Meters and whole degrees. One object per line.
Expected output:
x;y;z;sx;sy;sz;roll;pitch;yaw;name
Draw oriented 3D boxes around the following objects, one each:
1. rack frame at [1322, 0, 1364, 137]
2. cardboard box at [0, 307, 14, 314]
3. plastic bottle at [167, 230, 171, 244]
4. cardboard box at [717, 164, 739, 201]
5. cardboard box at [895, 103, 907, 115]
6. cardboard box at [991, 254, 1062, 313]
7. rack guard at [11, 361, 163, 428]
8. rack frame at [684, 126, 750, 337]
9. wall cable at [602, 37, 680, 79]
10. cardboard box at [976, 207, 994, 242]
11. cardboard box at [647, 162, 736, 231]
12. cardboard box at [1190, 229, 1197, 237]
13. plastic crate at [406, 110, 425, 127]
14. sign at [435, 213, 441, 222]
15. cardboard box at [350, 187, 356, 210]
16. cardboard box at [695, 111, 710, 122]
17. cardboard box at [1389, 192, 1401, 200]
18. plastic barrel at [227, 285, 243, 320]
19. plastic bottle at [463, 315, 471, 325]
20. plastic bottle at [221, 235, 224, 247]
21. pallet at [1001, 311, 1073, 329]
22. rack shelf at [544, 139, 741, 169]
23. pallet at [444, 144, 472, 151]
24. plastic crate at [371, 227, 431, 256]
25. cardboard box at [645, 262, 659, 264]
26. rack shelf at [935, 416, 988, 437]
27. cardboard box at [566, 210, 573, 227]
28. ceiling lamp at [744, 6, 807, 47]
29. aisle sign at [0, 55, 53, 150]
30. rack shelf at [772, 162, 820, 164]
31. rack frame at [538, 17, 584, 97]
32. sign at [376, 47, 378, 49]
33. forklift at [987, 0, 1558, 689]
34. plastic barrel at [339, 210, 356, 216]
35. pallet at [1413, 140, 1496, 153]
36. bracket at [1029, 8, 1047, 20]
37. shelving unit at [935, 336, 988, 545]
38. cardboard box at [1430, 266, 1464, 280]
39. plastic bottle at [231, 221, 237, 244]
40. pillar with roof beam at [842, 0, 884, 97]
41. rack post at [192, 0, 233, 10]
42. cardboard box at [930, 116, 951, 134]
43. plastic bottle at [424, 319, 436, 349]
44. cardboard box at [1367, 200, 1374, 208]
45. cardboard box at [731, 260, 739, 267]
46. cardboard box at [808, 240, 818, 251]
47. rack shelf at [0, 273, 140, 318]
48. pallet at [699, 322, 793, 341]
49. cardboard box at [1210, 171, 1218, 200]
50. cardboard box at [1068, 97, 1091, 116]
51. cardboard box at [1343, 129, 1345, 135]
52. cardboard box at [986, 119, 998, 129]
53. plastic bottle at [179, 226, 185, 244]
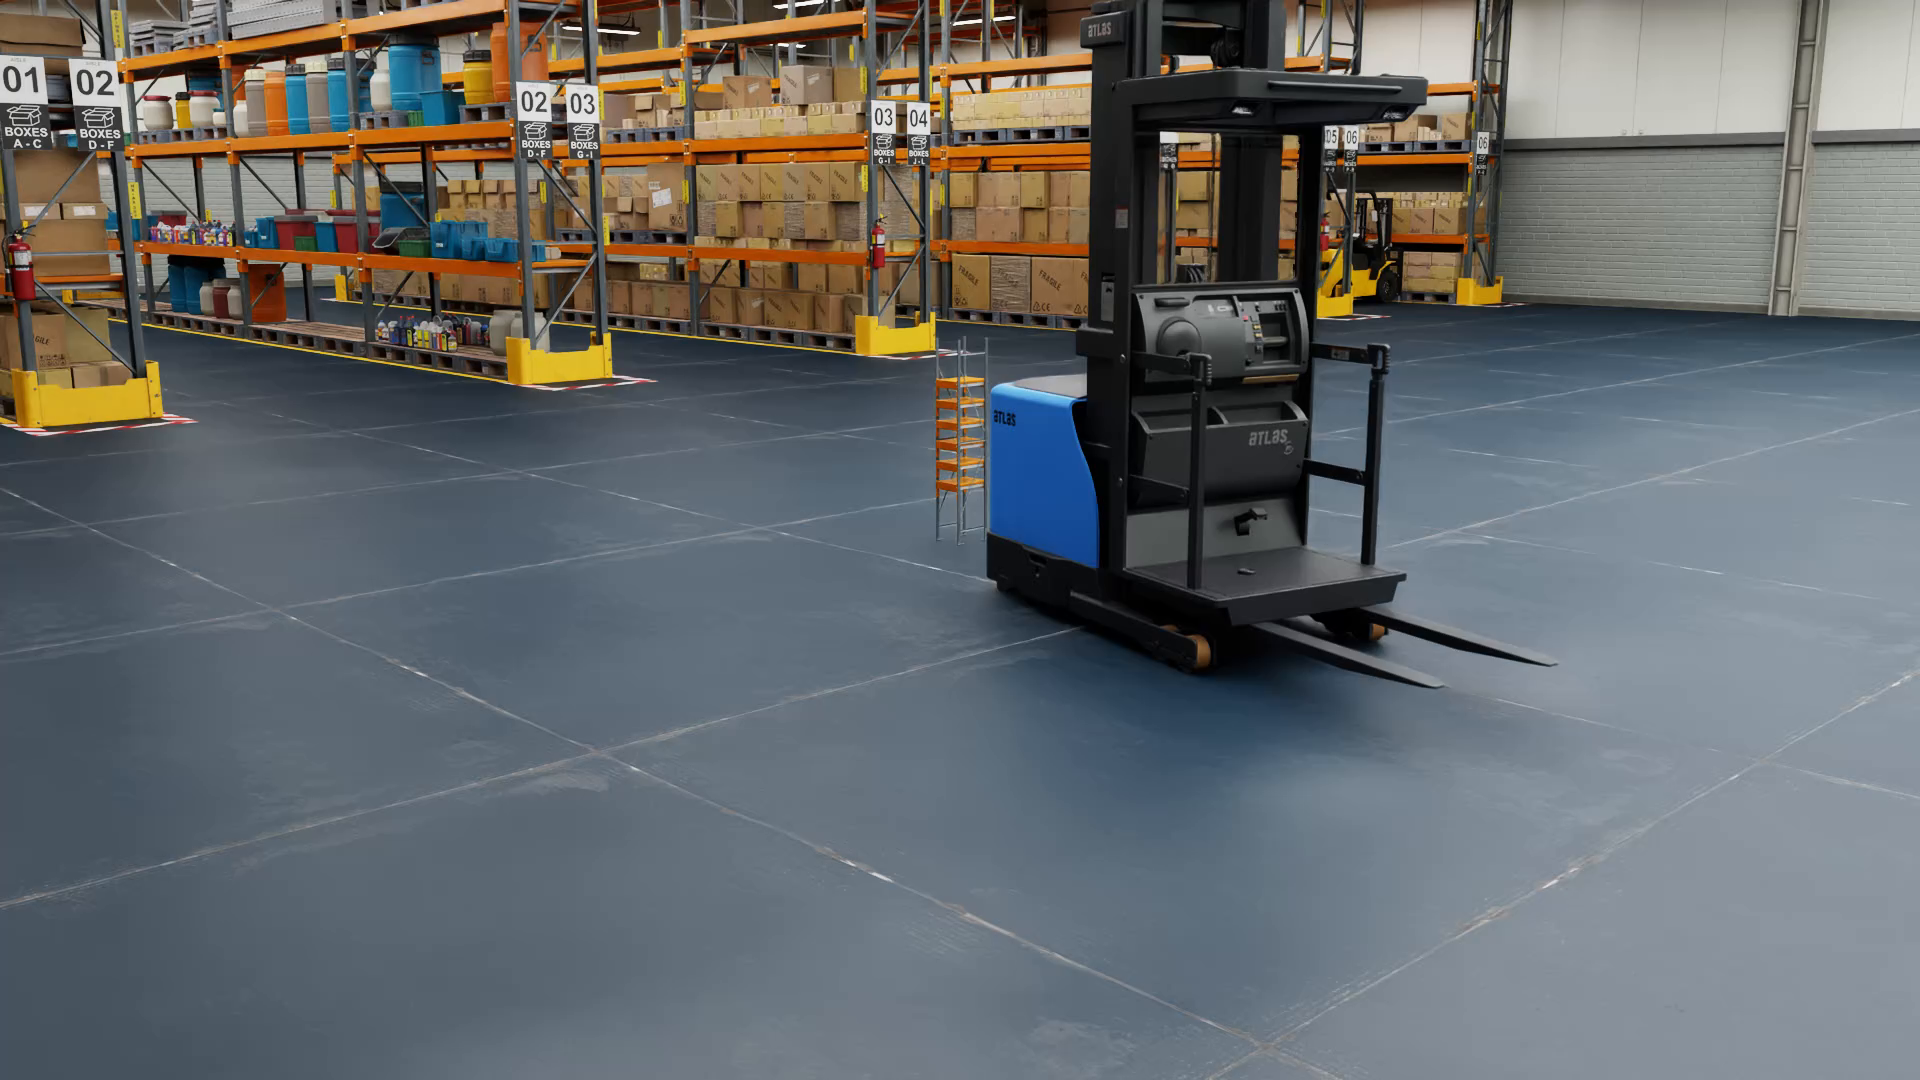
6.374;-8.265;27.728;1.000;3.000;0.127;-11;16;-43;rack frame
-9.247;-1.973;15.969;0.500;0.500;0.500;-11;16;-43;cardboard box
-12.238;-4.701;25.786;0.097;0.201;0.097;0;12;0;plastic bottle
-3.082;-5.040;23.479;0.500;0.500;0.500;-11;16;-43;cardboard box
-0.816;-5.609;21.654;0.380;0.149;0.250;-11;16;-43;cardboard box
1.111;-4.138;26.790;0.875;0.875;0.875;-11;16;-42;cardboard box
-7.944;-1.338;15.168;1.175;0.500;0.348;-11;16;-43;rack guard
-3.555;-4.530;24.464;1.000;3.000;0.127;-11;16;-43;rack frame
-8.261;-11.495;43.407;2.355;3.000;0.029;-11;16;-43;wall cable
0.761;-5.150;27.104;0.875;0.550;0.550;-11;16;-43;cardboard box
-4.003;-5.165;25.018;1.000;1.000;1.000;-11;16;-42;cardboard box
4.367;-5.557;30.074;0.380;0.149;0.250;-11;16;-43;cardboard box
-6.245;-4.937;19.530;0.336;0.188;0.450;-11;16;-43;plastic crate
-6.732;-4.050;21.450;0.100;0.325;0.005;-11;16;-43;sign
-11.361;-6.540;31.997;0.500;0.500;0.500;11;16;44;cardboard box
-3.554;-6.030;23.697;0.250;0.149;0.380;11;16;44;cardboard box
8.608;-6.727;32.535;0.380;0.149;0.250;-10;16;-41;cardboard box
-10.705;-3.549;24.830;0.421;0.512;0.421;0;12;0;plastic barrel
-6.129;-2.629;20.710;0.144;0.351;0.185;-11;16;-43;plastic bottle
-10.714;-4.379;24.223;0.097;0.201;0.097;0;12;0;plastic bottle
1.417;-3.540;26.572;1.003;0.211;1.213;-11;16;-43;pallet
-4.937;-5.938;25.650;1.077;0.370;4.000;-11;16;-43;rack shelf
-8.411;-6.946;29.231;1.217;0.209;0.805;11;16;43;pallet
-6.868;-3.715;20.663;0.767;0.338;0.504;-11;16;-43;plastic crate
-6.430;-5.744;34.906;0.250;0.149;0.380;11;16;43;cardboard box
0.010;-0.660;9.765;0.258;0.103;0.180;-11;16;-43;rack shelf
-6.457;-5.271;27.815;0.500;0.500;0.500;-10;15;-41;cardboard box
-4.622;-14.218;42.156;2.000;3.185;0.800;-11;16;-43;ceiling lamp
-8.127;-3.789;14.425;0.394;0.787;0.004;-11;16;-43;aisle sign
-3.294;-8.487;38.020;1.077;0.370;4.000;-11;16;-43;rack shelf
-6.318;-8.052;26.692;1.000;3.000;0.127;-11;16;-43;rack frame
-11.440;-9.789;32.613;0.100;0.325;0.005;-11;16;-43;sign
1.301;-0.970;7.357;1.130;2.935;3.031;-6;13;-29;forklift
-8.146;-4.183;22.445;0.433;0.535;0.433;0;12;0;plastic barrel
9.492;-7.552;31.918;1.003;0.211;1.213;-11;16;-43;pallet
1.876;-12.589;39.794;0.235;0.232;0.430;-11;16;-43;bracket
0.010;-0.586;9.780;0.258;1.200;0.189;-11;16;-43;shelving unit
9.400;-5.150;32.011;0.500;0.250;0.500;-11;16;-43;cardboard box
-11.047;-4.693;25.377;0.144;0.351;0.185;-11;16;-43;plastic bottle
-5.411;-11.212;42.029;9.100;9.000;0.548;-11;16;-43;pillar with roof beam
-10.509;-7.714;23.775;0.624;0.289;0.986;-11;16;-43;rack post
-0.502;-6.937;27.799;0.500;0.250;0.500;-11;16;-42;cardboard box
-6.328;-2.465;19.917;0.144;0.351;0.185;-10;15;-40;plastic bottle
8.283;-6.658;32.938;0.380;0.149;0.250;-11;16;-44;cardboard box
-4.019;-5.350;31.743;0.500;0.250;0.500;-10;16;-41;cardboard box
-1.825;-3.982;22.430;0.380;0.149;0.250;-11;16;-43;cardboard box
-9.342;-2.505;16.422;1.077;0.370;4.000;-11;16;-43;rack shelf
-3.066;-3.071;24.293;1.003;0.211;1.213;-11;16;-43;pallet
4.849;-6.282;29.509;0.700;0.500;0.500;-11;16;-43;cardboard box
1.979;-6.524;25.056;0.500;0.250;0.500;-11;16;-42;cardboard box
7.598;-8.128;33.426;0.500;0.311;0.500;-10;16;-41;cardboard box
0.632;-6.596;26.392;0.380;0.149;0.250;-11;16;-43;cardboard box
-11.819;-4.657;25.387;0.152;0.276;0.135;-11;16;-43;plastic bottle
